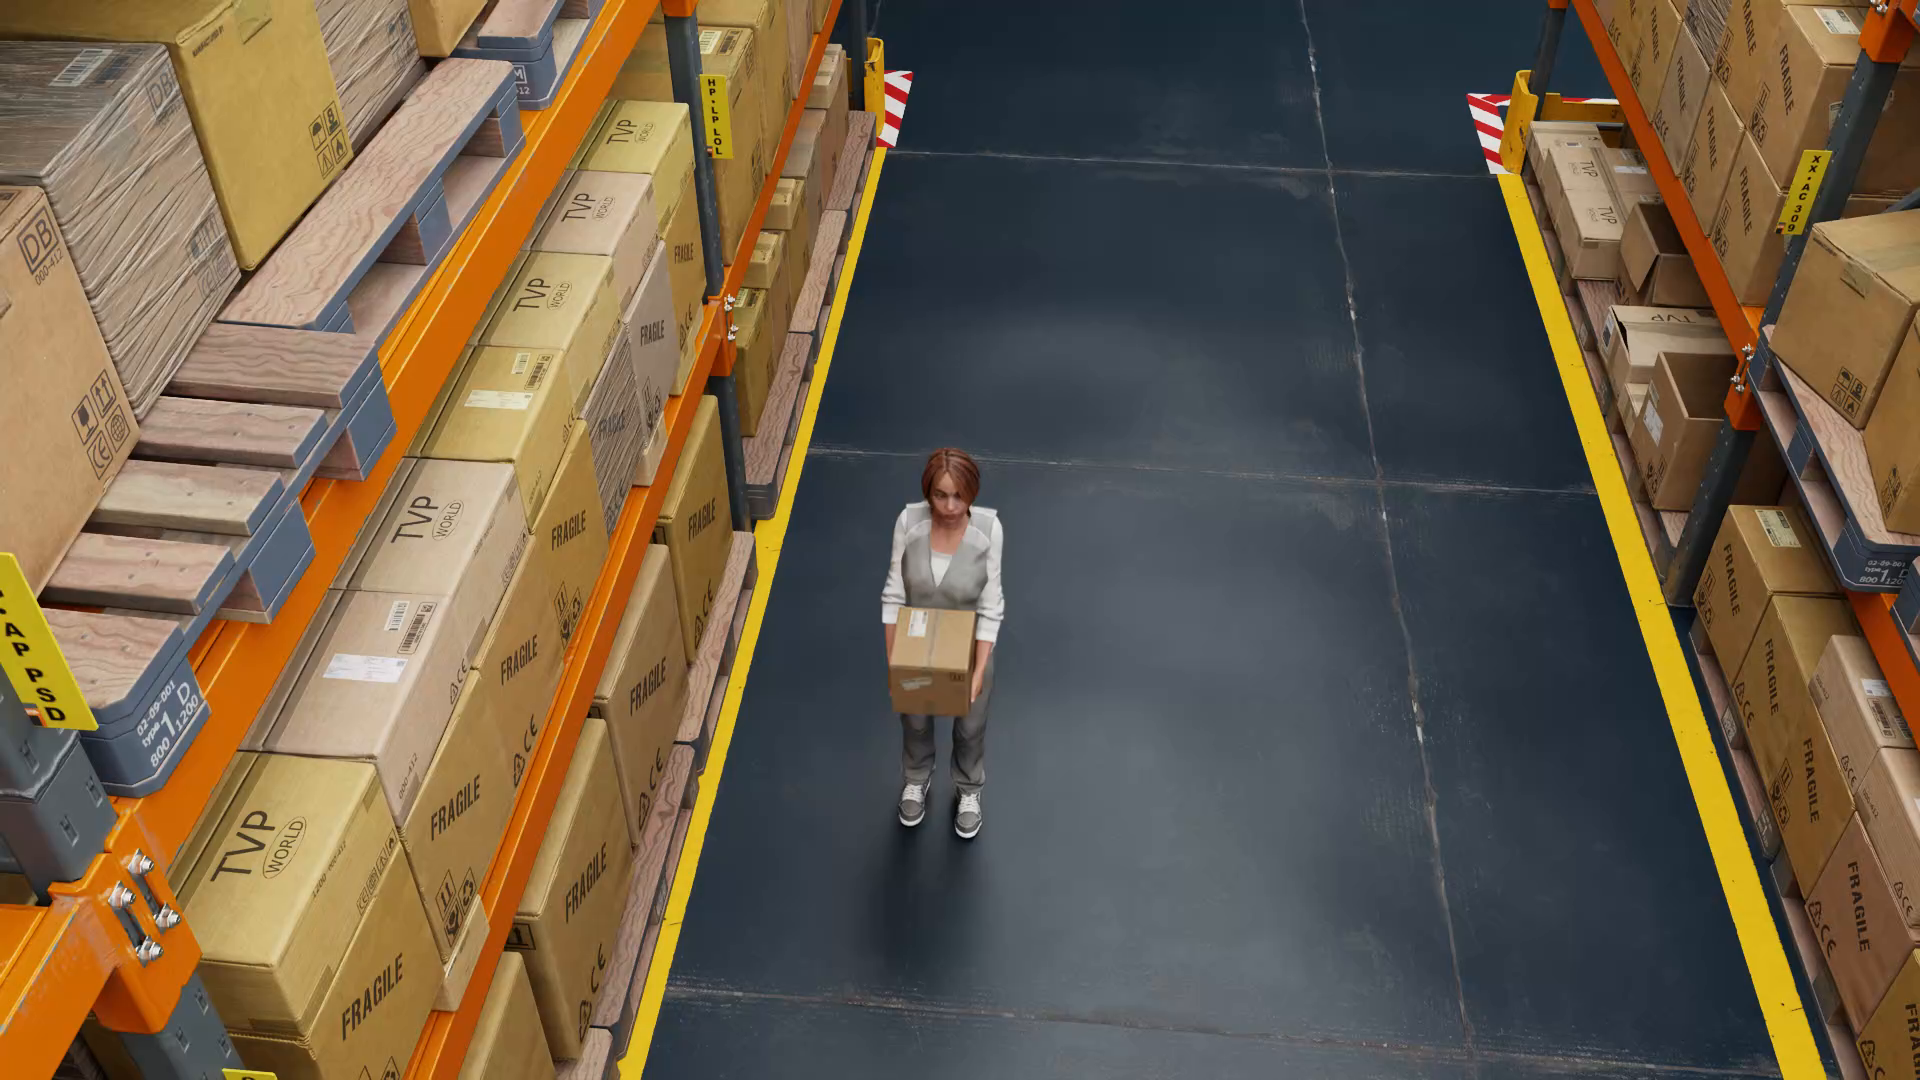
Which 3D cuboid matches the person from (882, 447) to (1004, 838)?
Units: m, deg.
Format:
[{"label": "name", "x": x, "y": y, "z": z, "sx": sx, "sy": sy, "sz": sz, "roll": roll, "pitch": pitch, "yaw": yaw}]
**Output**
[{"label": "person", "x": -0.058, "y": 0.418, "z": 5.681, "sx": 0.408, "sy": 1.589, "sz": 0.490, "roll": 4, "pitch": 41, "yaw": 5}]
